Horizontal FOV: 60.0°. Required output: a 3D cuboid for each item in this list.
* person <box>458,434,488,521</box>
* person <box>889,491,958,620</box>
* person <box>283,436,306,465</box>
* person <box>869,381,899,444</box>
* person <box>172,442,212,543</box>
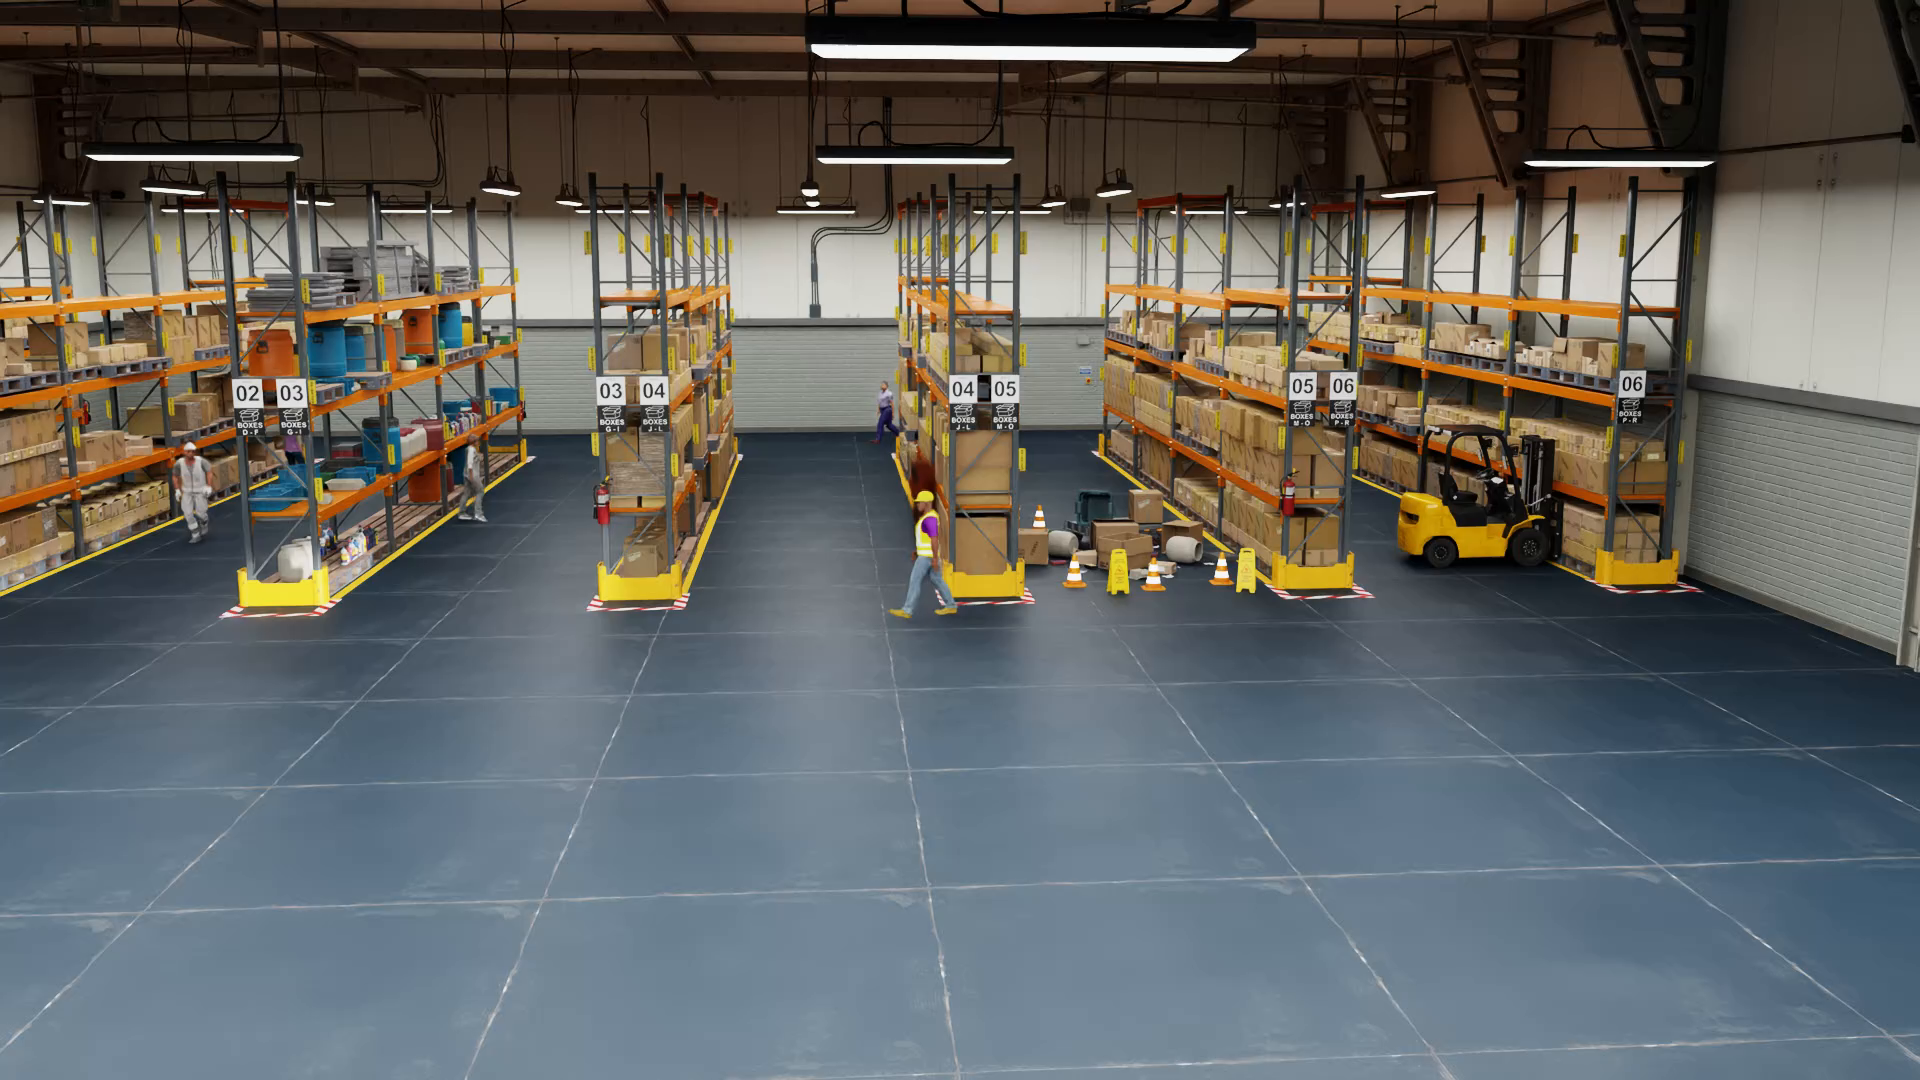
[{"bbox_3d":[-9.060,-1.138,30.683,0.522,1.625,0.484,-9,13,-41],"label":"person"},{"bbox_3d":[-0.491,0.193,22.622,0.909,1.742,0.568,1,10,4],"label":"person"},{"bbox_3d":[-13.837,-1.822,34.444,0.450,1.598,0.445,3,11,18],"label":"person"},{"bbox_3d":[-1.893,-3.298,42.733,1.006,1.604,0.456,-5,11,-25],"label":"person"},{"bbox_3d":[-13.116,-0.830,28.471,0.624,1.735,0.688,-2,10,-11],"label":"person"}]
